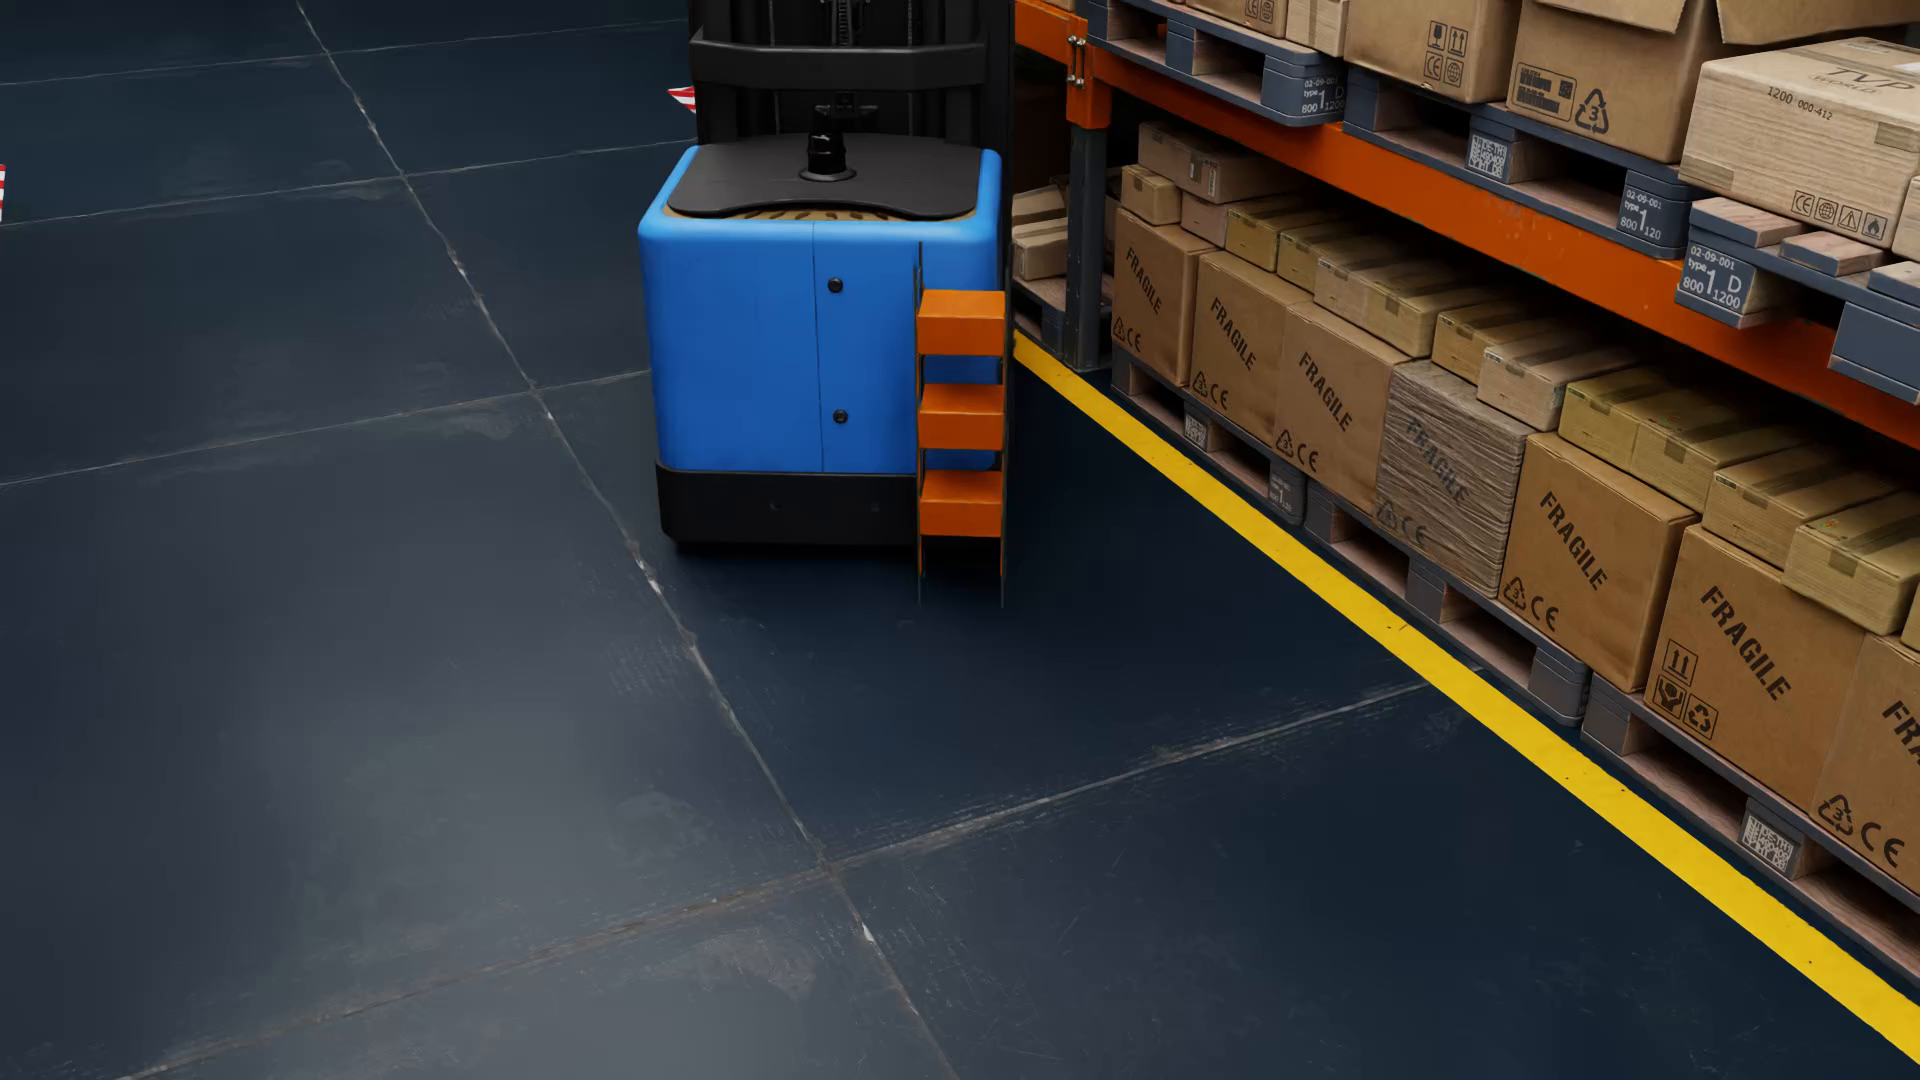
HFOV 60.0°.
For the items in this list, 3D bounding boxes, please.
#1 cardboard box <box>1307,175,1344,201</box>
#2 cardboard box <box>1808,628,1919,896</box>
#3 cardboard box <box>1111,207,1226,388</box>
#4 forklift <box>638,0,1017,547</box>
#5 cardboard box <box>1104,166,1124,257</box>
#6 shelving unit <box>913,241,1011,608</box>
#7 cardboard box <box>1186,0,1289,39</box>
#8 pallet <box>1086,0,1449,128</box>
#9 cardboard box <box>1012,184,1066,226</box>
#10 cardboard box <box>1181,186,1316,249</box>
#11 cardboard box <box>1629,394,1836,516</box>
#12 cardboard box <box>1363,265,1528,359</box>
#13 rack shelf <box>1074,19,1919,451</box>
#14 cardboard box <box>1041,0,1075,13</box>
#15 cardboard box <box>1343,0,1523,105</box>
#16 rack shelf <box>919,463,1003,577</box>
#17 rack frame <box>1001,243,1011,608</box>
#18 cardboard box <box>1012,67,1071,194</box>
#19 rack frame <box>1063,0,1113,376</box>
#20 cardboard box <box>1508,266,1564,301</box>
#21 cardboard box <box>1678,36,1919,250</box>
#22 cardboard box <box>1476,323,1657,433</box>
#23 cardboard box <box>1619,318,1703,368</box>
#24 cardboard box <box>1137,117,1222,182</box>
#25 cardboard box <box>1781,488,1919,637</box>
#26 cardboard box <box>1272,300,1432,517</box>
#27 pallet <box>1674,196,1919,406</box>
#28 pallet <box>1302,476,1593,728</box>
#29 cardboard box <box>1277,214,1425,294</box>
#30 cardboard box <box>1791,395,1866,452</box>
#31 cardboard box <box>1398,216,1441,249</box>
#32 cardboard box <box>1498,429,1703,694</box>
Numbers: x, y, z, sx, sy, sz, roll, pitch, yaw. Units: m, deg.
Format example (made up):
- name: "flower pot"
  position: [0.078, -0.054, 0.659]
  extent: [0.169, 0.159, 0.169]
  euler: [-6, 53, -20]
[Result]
- name: "cardboard box"
  position: [1.414, -1.228, 5.836]
  extent: [0.380, 0.149, 0.250]
  euler: [-13, 32, -22]
- name: "cardboard box"
  position: [2.219, 0.463, 3.484]
  extent: [0.500, 0.500, 0.500]
  euler: [-12, 31, -21]
- name: "cardboard box"
  position: [0.882, -0.901, 5.917]
  extent: [0.500, 0.500, 0.500]
  euler: [-12, 31, -20]
- name: "forklift"
  position: [-0.347, -1.941, 5.715]
  extent: [1.130, 2.935, 3.031]
  euler: [1, 29, 2]
- name: "cardboard box"
  position: [0.808, -1.421, 7.037]
  extent: [0.500, 0.311, 0.500]
  euler: [-12, 31, -20]
- name: "shelving unit"
  position: [0.008, -0.311, 4.731]
  extent: [0.252, 1.050, 0.215]
  euler: [2, 29, 3]
- name: "cardboard box"
  position: [1.106, -1.807, 4.874]
  extent: [0.700, 0.500, 0.500]
  euler: [-13, 32, -21]
- name: "pallet"
  position: [1.122, -1.610, 5.250]
  extent: [1.003, 0.211, 1.213]
  euler: [-13, 32, -22]
- name: "cardboard box"
  position: [0.220, -1.402, 7.050]
  extent: [0.396, 0.266, 0.258]
  euler: [-12, 31, -20]
- name: "cardboard box"
  position: [0.980, -1.125, 5.652]
  extent: [0.380, 0.149, 0.250]
  euler: [-14, 32, -23]
- name: "cardboard box"
  position: [1.864, -0.209, 4.019]
  extent: [0.380, 0.149, 0.250]
  euler: [-12, 31, -21]
- name: "cardboard box"
  position: [1.409, -0.667, 4.836]
  extent: [0.380, 0.149, 0.250]
  euler: [-12, 31, -20]
- name: "rack shelf"
  position: [1.736, -0.872, 4.474]
  extent: [1.077, 0.370, 4.000]
  euler: [-13, 32, -22]
- name: "cardboard box"
  position: [0.513, -2.048, 6.092]
  extent: [0.380, 0.149, 0.250]
  euler: [-13, 32, -21]
- name: "cardboard box"
  position: [1.443, -1.460, 4.255]
  extent: [0.700, 0.500, 0.500]
  euler: [-13, 32, -22]
- name: "rack shelf"
  position: [0.008, -0.059, 4.872]
  extent: [0.240, 0.259, 0.215]
  euler: [2, 29, 3]
- name: "rack frame"
  position: [0.130, -0.307, 4.724]
  extent: [0.008, 1.050, 0.200]
  euler: [2, 29, 3]
- name: "cardboard box"
  position: [0.115, -1.795, 7.510]
  extent: [0.700, 0.500, 0.500]
  euler: [-14, 32, -24]
- name: "rack frame"
  position: [0.878, -2.069, 5.873]
  extent: [1.000, 3.000, 0.127]
  euler: [-13, 32, -22]
- name: "cardboard box"
  position: [1.890, -0.780, 5.038]
  extent: [0.380, 0.149, 0.250]
  euler: [-13, 32, -21]
- name: "cardboard box"
  position: [1.850, -0.818, 3.366]
  extent: [0.500, 0.250, 0.500]
  euler: [-15, 32, -24]
- name: "cardboard box"
  position: [1.610, -0.435, 4.422]
  extent: [0.380, 0.149, 0.250]
  euler: [-15, 32, -24]
- name: "cardboard box"
  position: [2.049, -0.534, 4.599]
  extent: [0.380, 0.149, 0.250]
  euler: [-13, 32, -22]
- name: "cardboard box"
  position: [0.846, -1.373, 5.791]
  extent: [0.380, 0.149, 0.250]
  euler: [-14, 32, -23]
- name: "cardboard box"
  position: [2.009, 0.043, 3.570]
  extent: [0.380, 0.149, 0.250]
  euler: [-15, 33, -25]
- name: "cardboard box"
  position: [1.330, -0.447, 5.106]
  extent: [0.500, 0.500, 0.500]
  euler: [-14, 32, -23]
- name: "pallet"
  position: [2.241, -0.503, 3.277]
  extent: [1.213, 0.211, 1.003]
  euler: [-13, 32, -22]
- name: "pallet"
  position: [1.789, 0.038, 4.967]
  extent: [1.003, 0.211, 1.213]
  euler: [-13, 32, -22]
- name: "cardboard box"
  position: [1.231, -0.896, 5.243]
  extent: [0.380, 0.149, 0.250]
  euler: [-14, 32, -23]
- name: "cardboard box"
  position: [2.351, -0.330, 4.234]
  extent: [0.380, 0.149, 0.250]
  euler: [-15, 32, -24]
- name: "cardboard box"
  position: [1.660, -1.015, 5.456]
  extent: [0.380, 0.149, 0.250]
  euler: [-15, 32, -24]
- name: "cardboard box"
  position: [1.787, 0.009, 4.293]
  extent: [0.500, 0.500, 0.500]
  euler: [-12, 31, -20]
